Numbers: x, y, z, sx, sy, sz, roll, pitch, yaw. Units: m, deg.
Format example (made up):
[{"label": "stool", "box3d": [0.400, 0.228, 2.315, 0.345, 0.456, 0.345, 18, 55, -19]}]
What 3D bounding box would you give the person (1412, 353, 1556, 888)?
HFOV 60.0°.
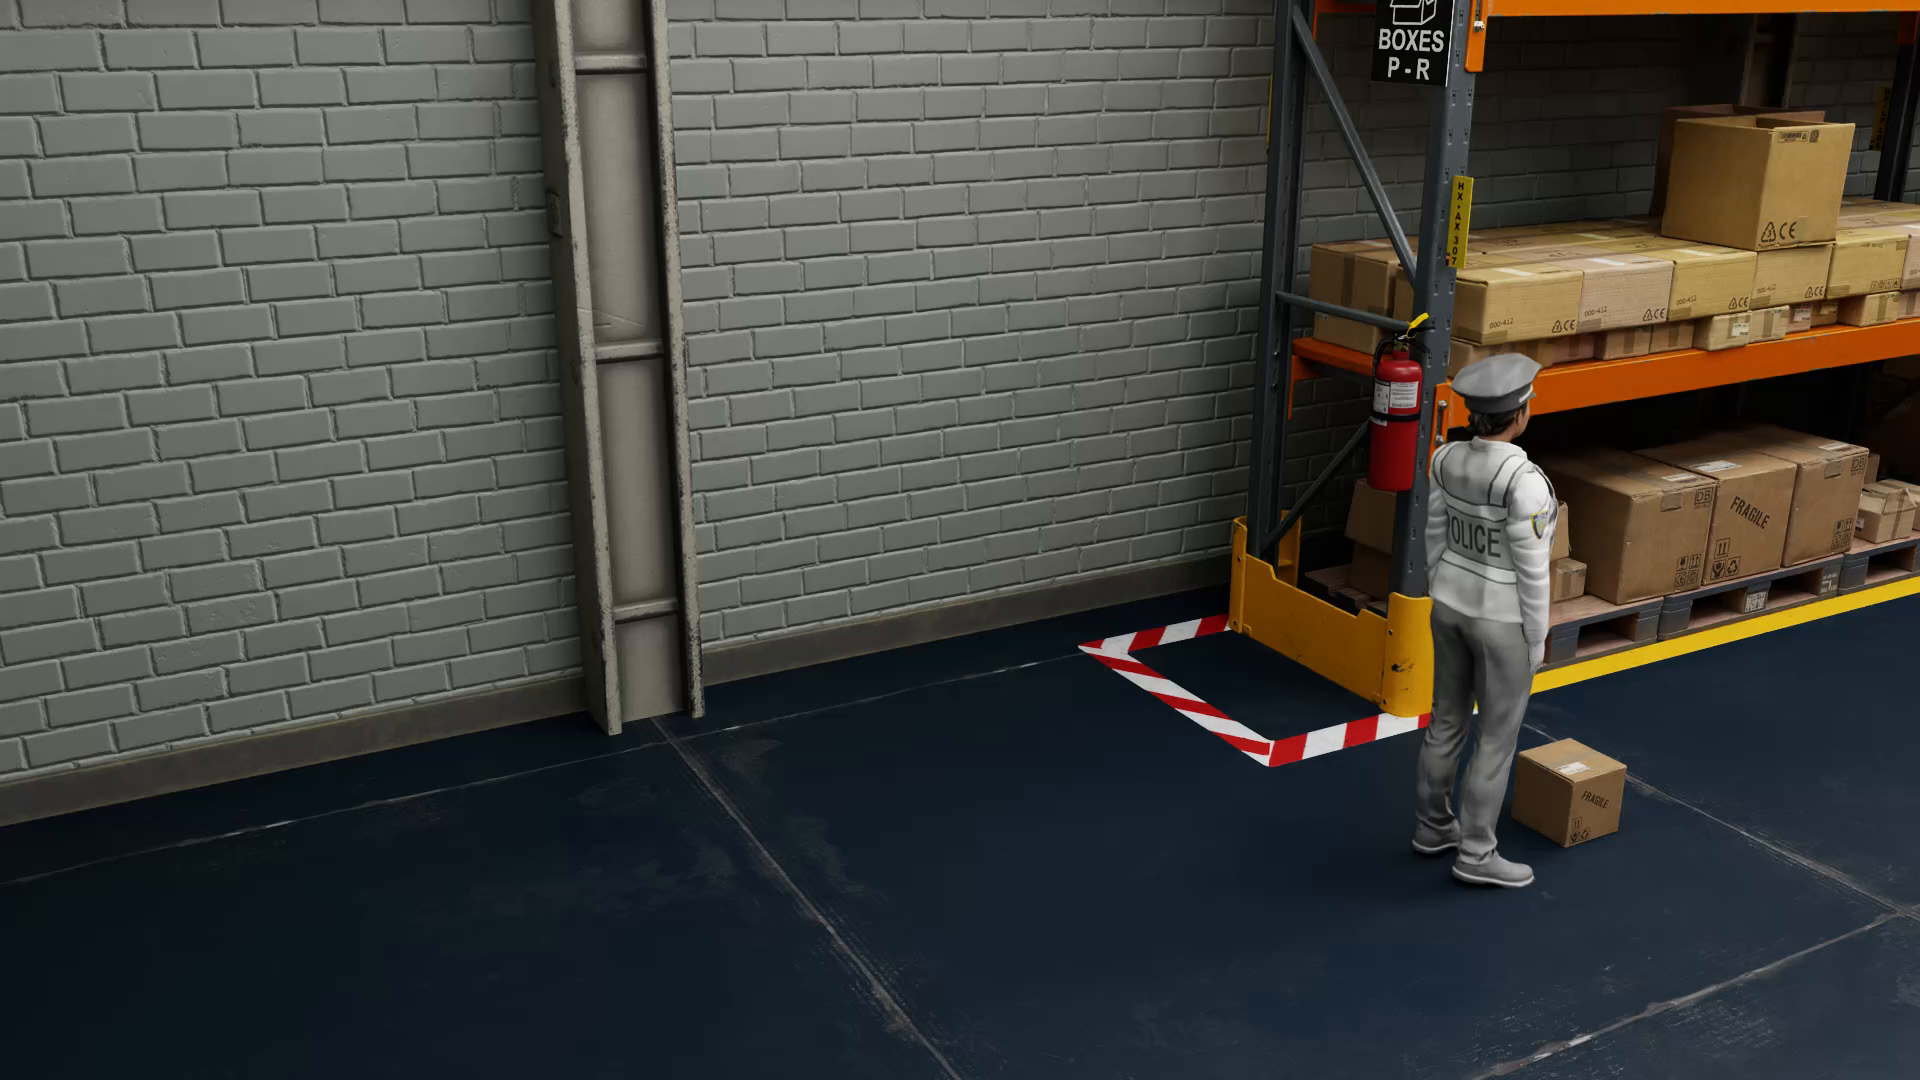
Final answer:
[{"label": "person", "box3d": [14.335, -1.984, 5.382, 23.569, 5.885, 10.778, -9, 21, -26]}]
